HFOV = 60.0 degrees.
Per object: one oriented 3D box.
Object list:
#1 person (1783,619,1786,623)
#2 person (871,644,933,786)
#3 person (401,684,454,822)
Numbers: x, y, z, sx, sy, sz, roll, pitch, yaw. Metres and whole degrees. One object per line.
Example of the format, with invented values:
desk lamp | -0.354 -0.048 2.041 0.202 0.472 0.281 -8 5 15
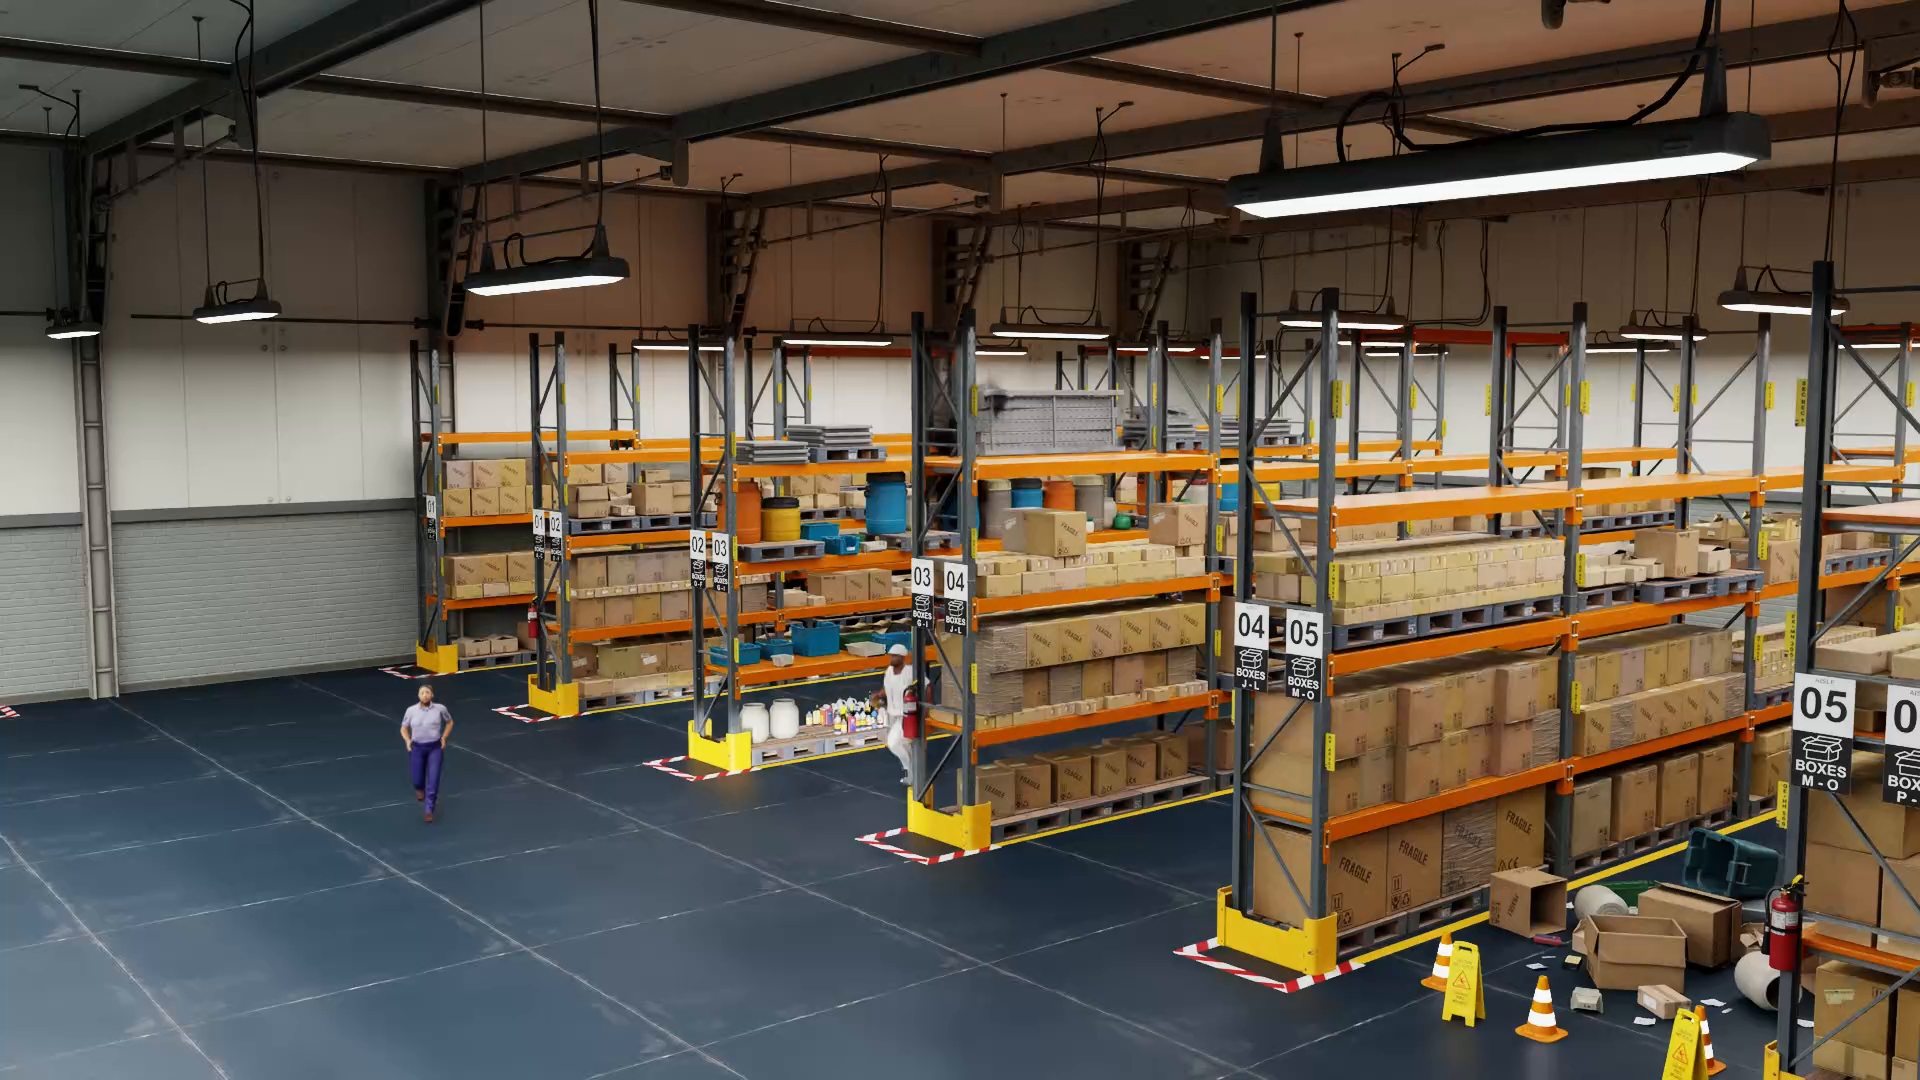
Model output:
person | 12.659 2.004 25.469 0.797 1.627 0.596 -4 7 -40
person | -0.727 2.135 20.337 0.683 1.738 0.717 -4 7 -40
person | -6.381 2.523 19.941 0.607 1.609 0.734 -2 6 -17
